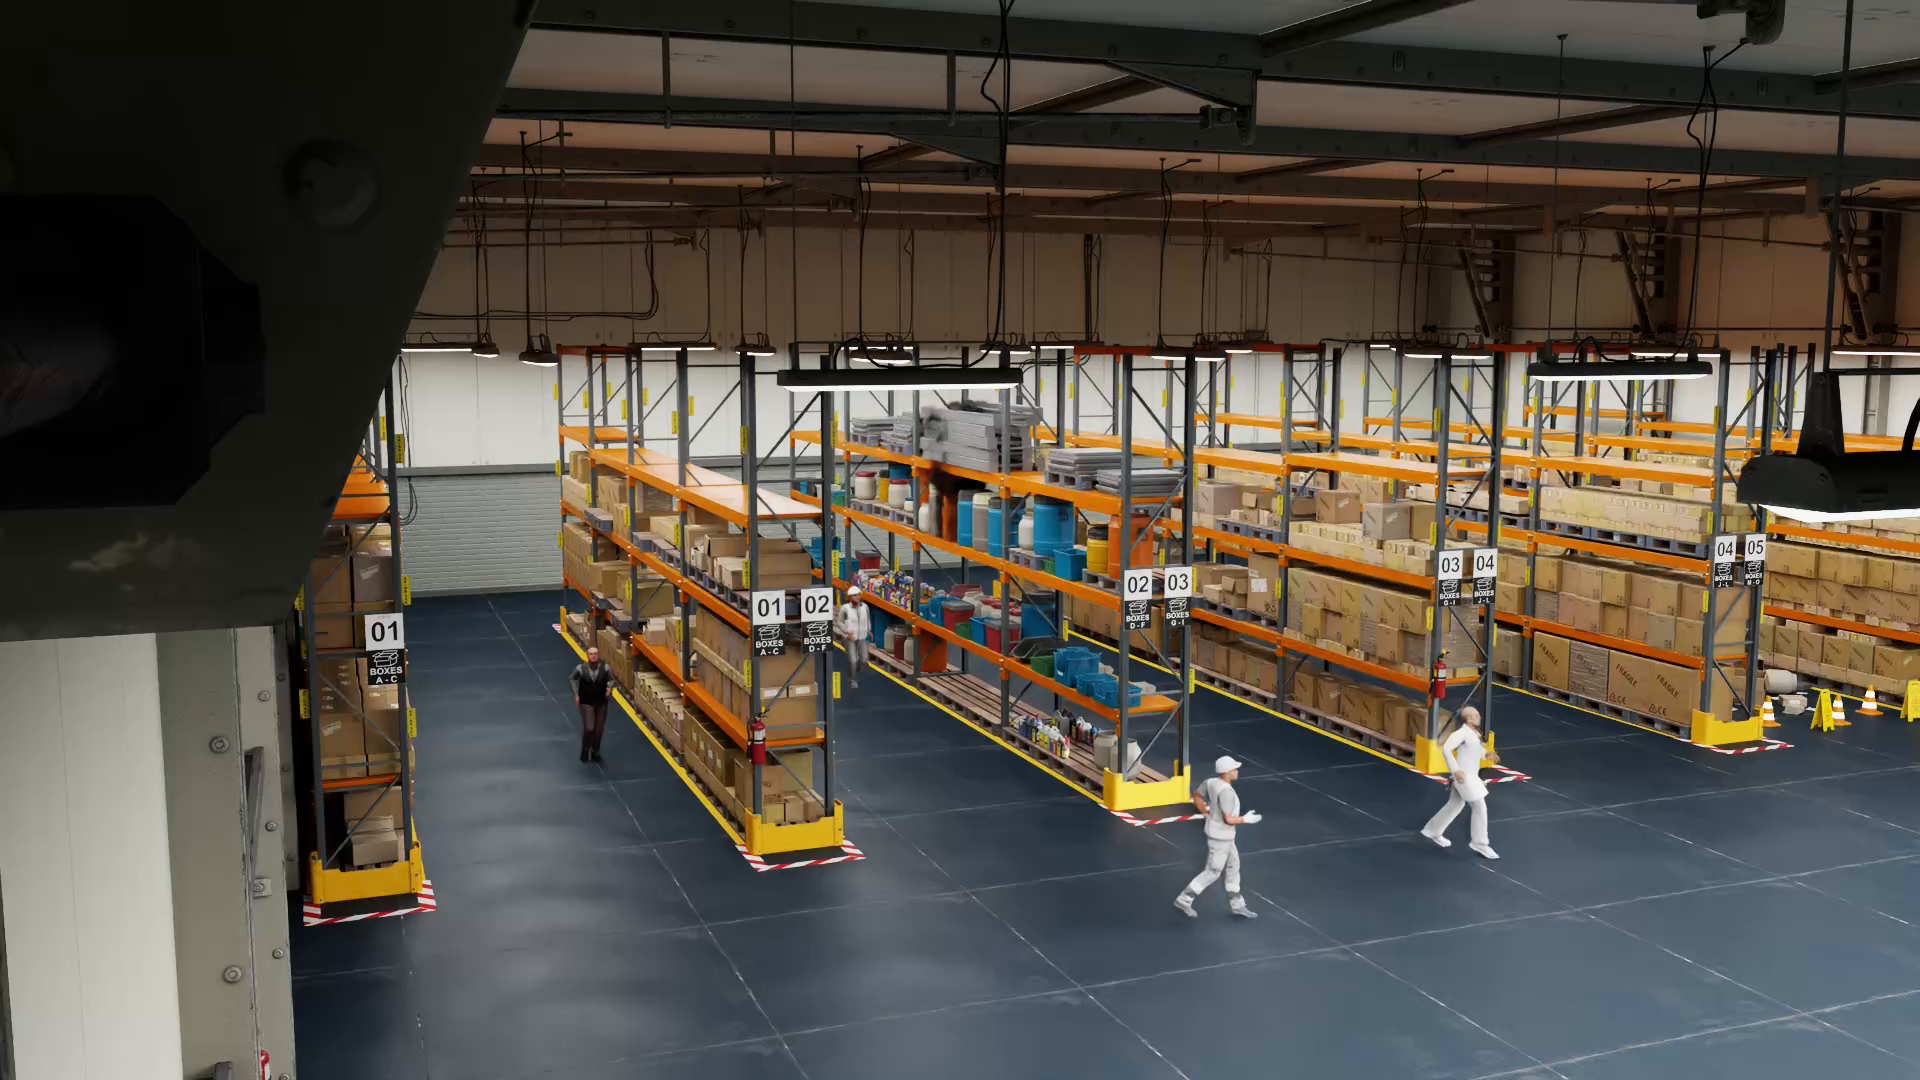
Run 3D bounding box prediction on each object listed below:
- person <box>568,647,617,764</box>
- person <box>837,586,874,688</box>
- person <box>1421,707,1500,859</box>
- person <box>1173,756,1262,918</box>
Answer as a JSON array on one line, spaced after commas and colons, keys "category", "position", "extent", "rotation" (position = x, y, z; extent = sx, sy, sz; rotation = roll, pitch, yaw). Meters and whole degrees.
[{"category": "person", "position": [-5.329, 2.409, 24.267], "extent": [0.661, 1.708, 0.677], "rotation": [-3, 8, -23]}, {"category": "person", "position": [-1.757, 1.636, 28.023], "extent": [0.646, 1.732, 0.559], "rotation": [-4, 8, -26]}, {"category": "person", "position": [6.073, 2.905, 20.109], "extent": [0.919, 1.828, 0.694], "rotation": [2, 8, 15]}, {"category": "person", "position": [2.733, 3.192, 17.754], "extent": [0.917, 1.805, 0.622], "rotation": [0, 7, -2]}]
